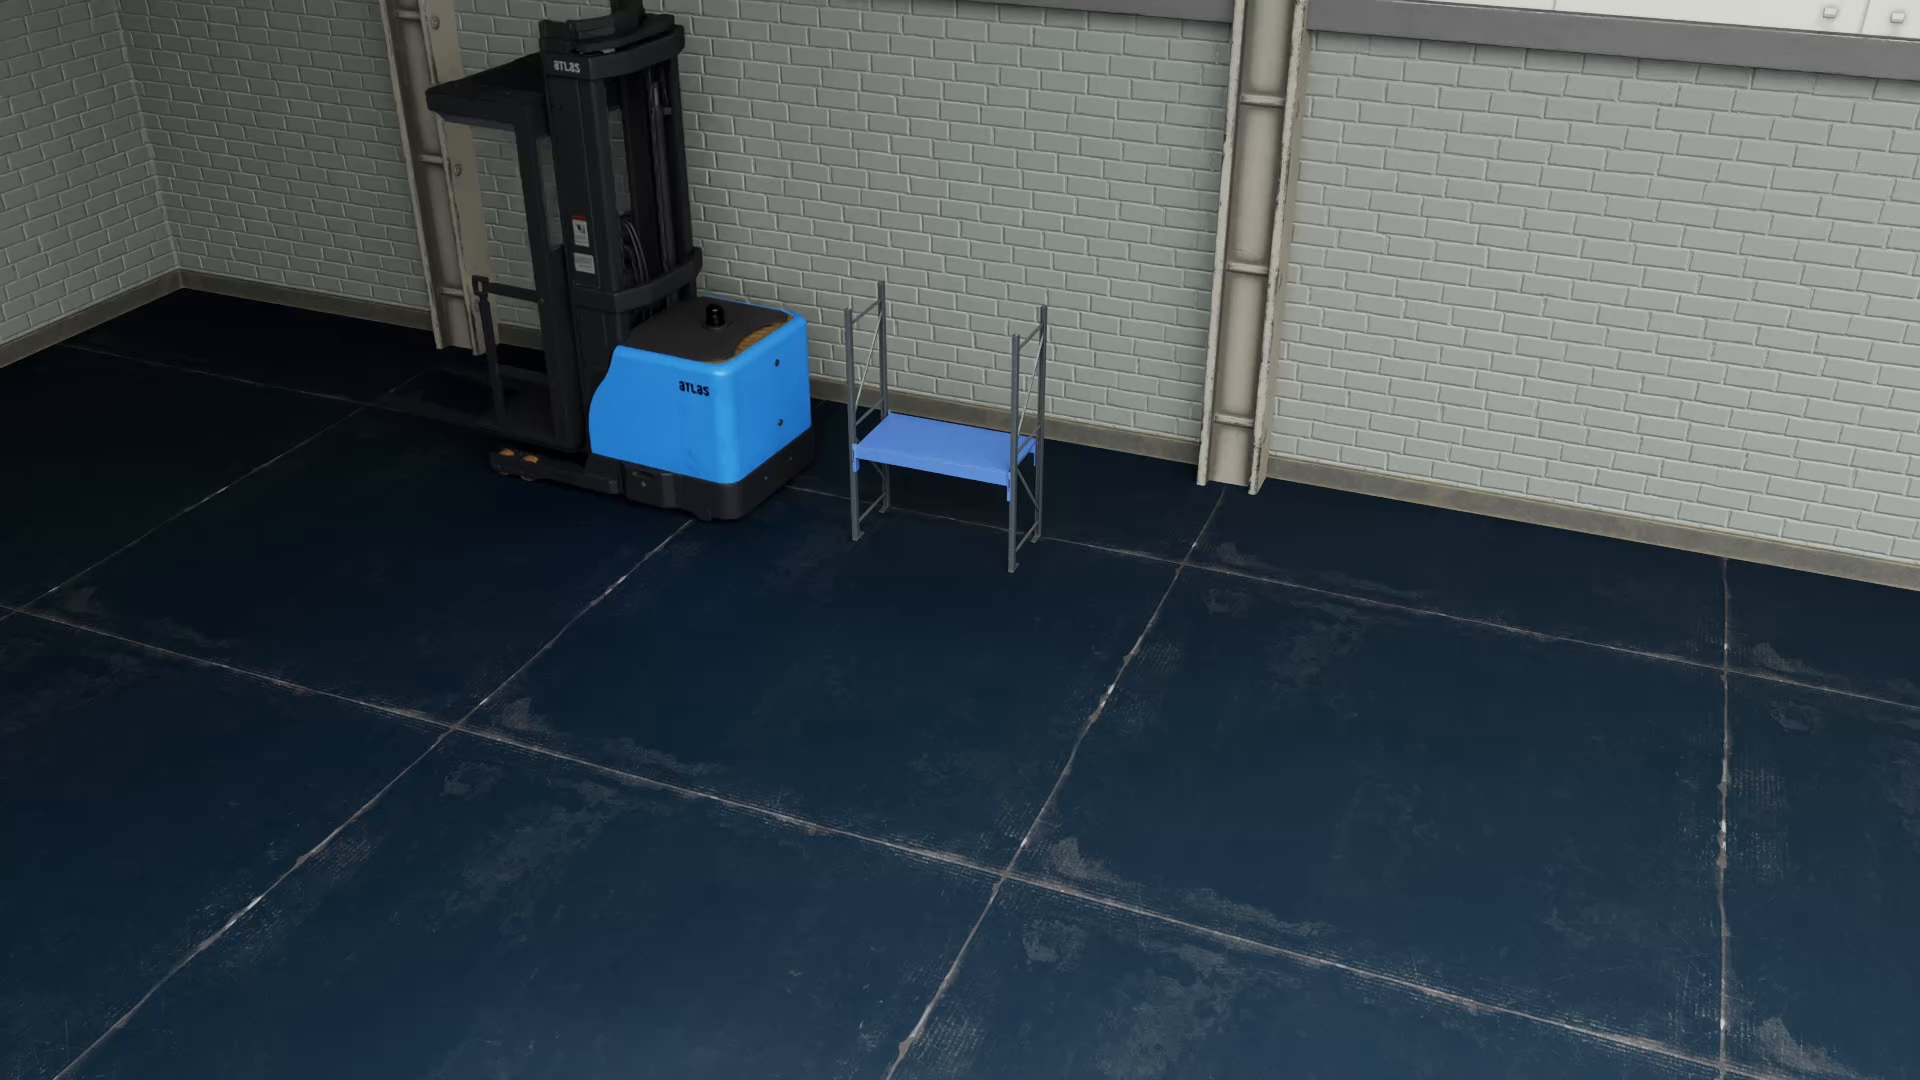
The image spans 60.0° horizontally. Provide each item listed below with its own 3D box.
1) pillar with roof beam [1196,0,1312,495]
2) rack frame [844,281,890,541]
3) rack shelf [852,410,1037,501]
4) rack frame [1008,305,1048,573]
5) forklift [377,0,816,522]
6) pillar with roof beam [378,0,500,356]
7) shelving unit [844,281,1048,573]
[{"bbox_3d":[0.157,-2.351,5.175,0.400,9.000,9.100,11,31,19],"label":"pillar with roof beam"},{"bbox_3d":[-0.550,-0.763,9.987,0.032,1.500,0.500,11,31,19],"label":"rack frame"},{"bbox_3d":[-0.079,-0.512,9.909,1.000,0.185,0.538,11,31,19],"label":"rack shelf"},{"bbox_3d":[0.392,-0.575,9.654,0.032,1.500,0.500,11,31,19],"label":"rack frame"},{"bbox_3d":[-2.509,-1.879,10.506,3.031,2.935,1.130,14,32,22],"label":"forklift"},{"bbox_3d":[-5.403,-3.461,7.139,0.400,9.000,9.100,11,31,19],"label":"pillar with roof beam"},{"bbox_3d":[-0.079,-0.669,9.820,1.048,1.500,0.538,11,31,19],"label":"shelving unit"}]
